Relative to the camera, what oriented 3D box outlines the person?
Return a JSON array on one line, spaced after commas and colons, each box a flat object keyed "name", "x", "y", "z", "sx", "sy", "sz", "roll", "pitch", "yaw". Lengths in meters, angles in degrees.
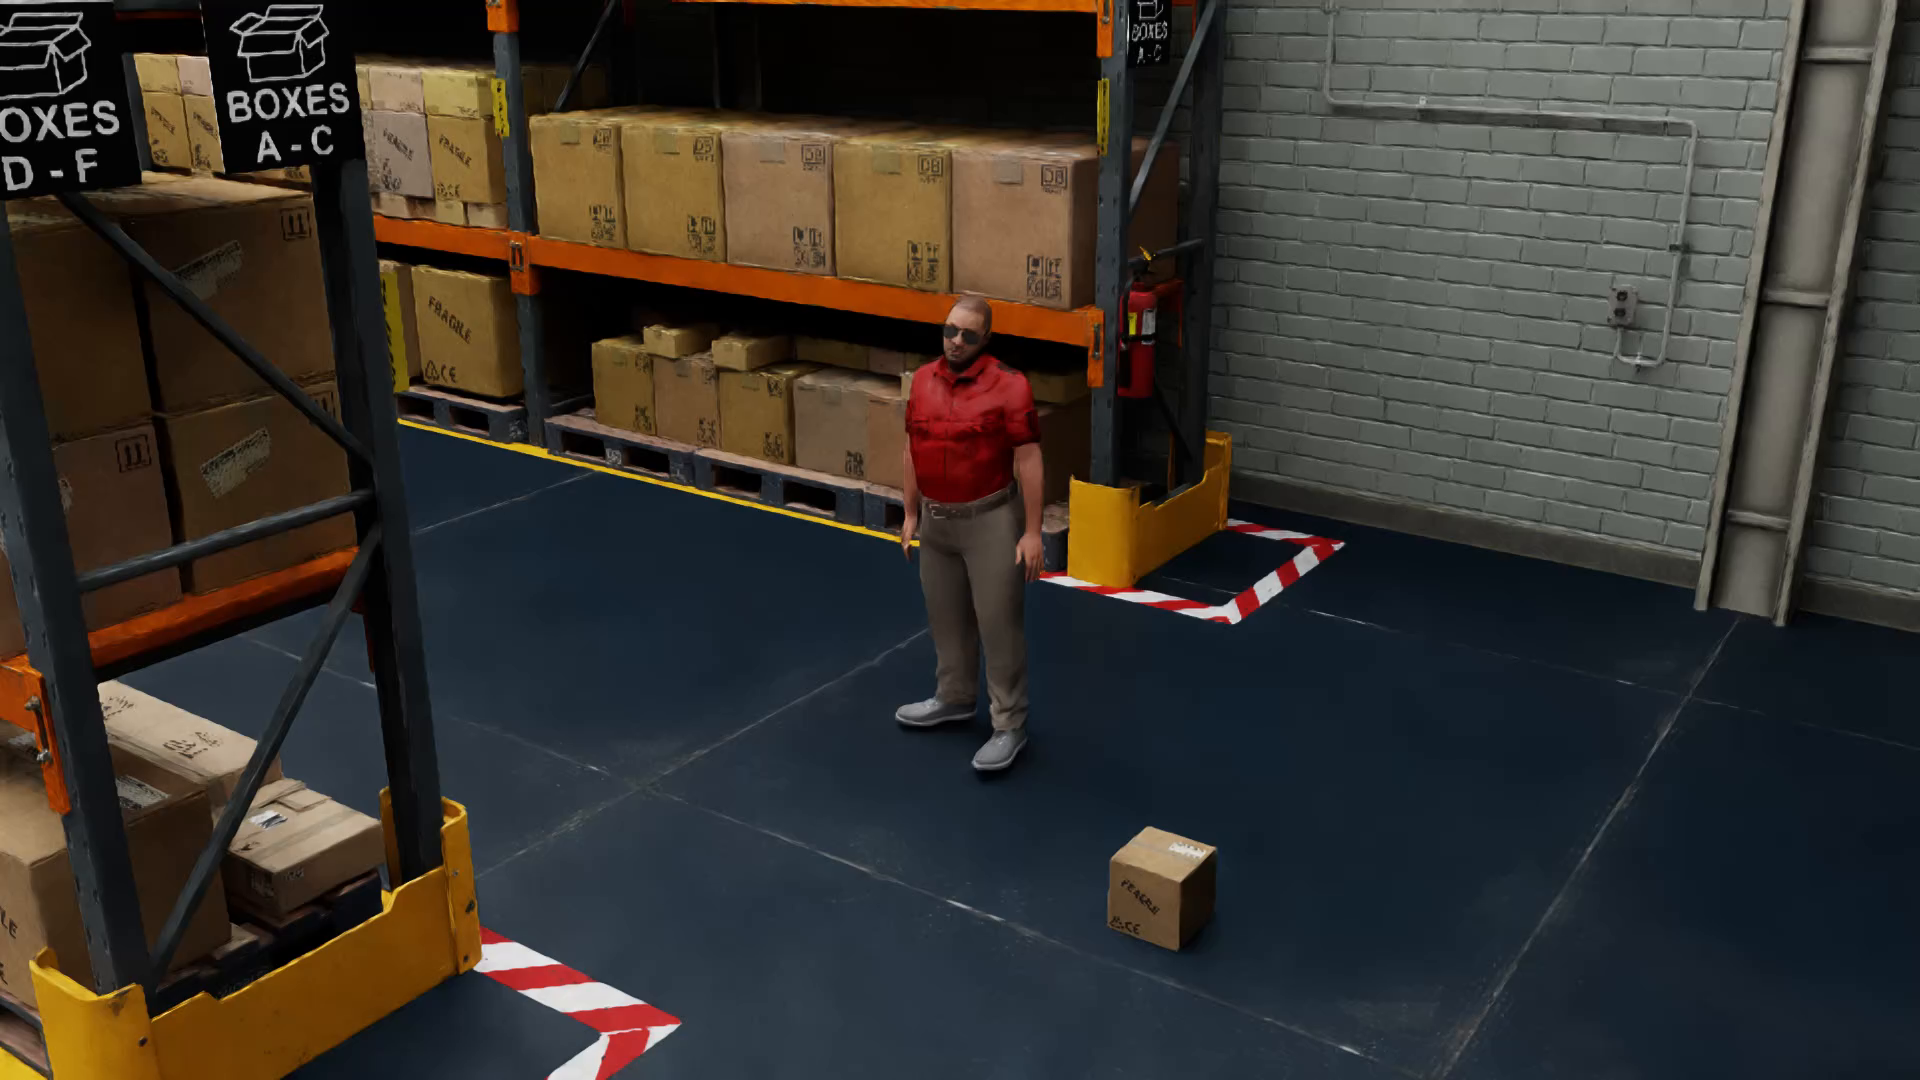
[{"name": "person", "x": 0.023, "y": -0.039, "z": 6.122, "sx": 0.678, "sy": 1.730, "sz": 0.422, "roll": 14, "pitch": 24, "yaw": 35}]
